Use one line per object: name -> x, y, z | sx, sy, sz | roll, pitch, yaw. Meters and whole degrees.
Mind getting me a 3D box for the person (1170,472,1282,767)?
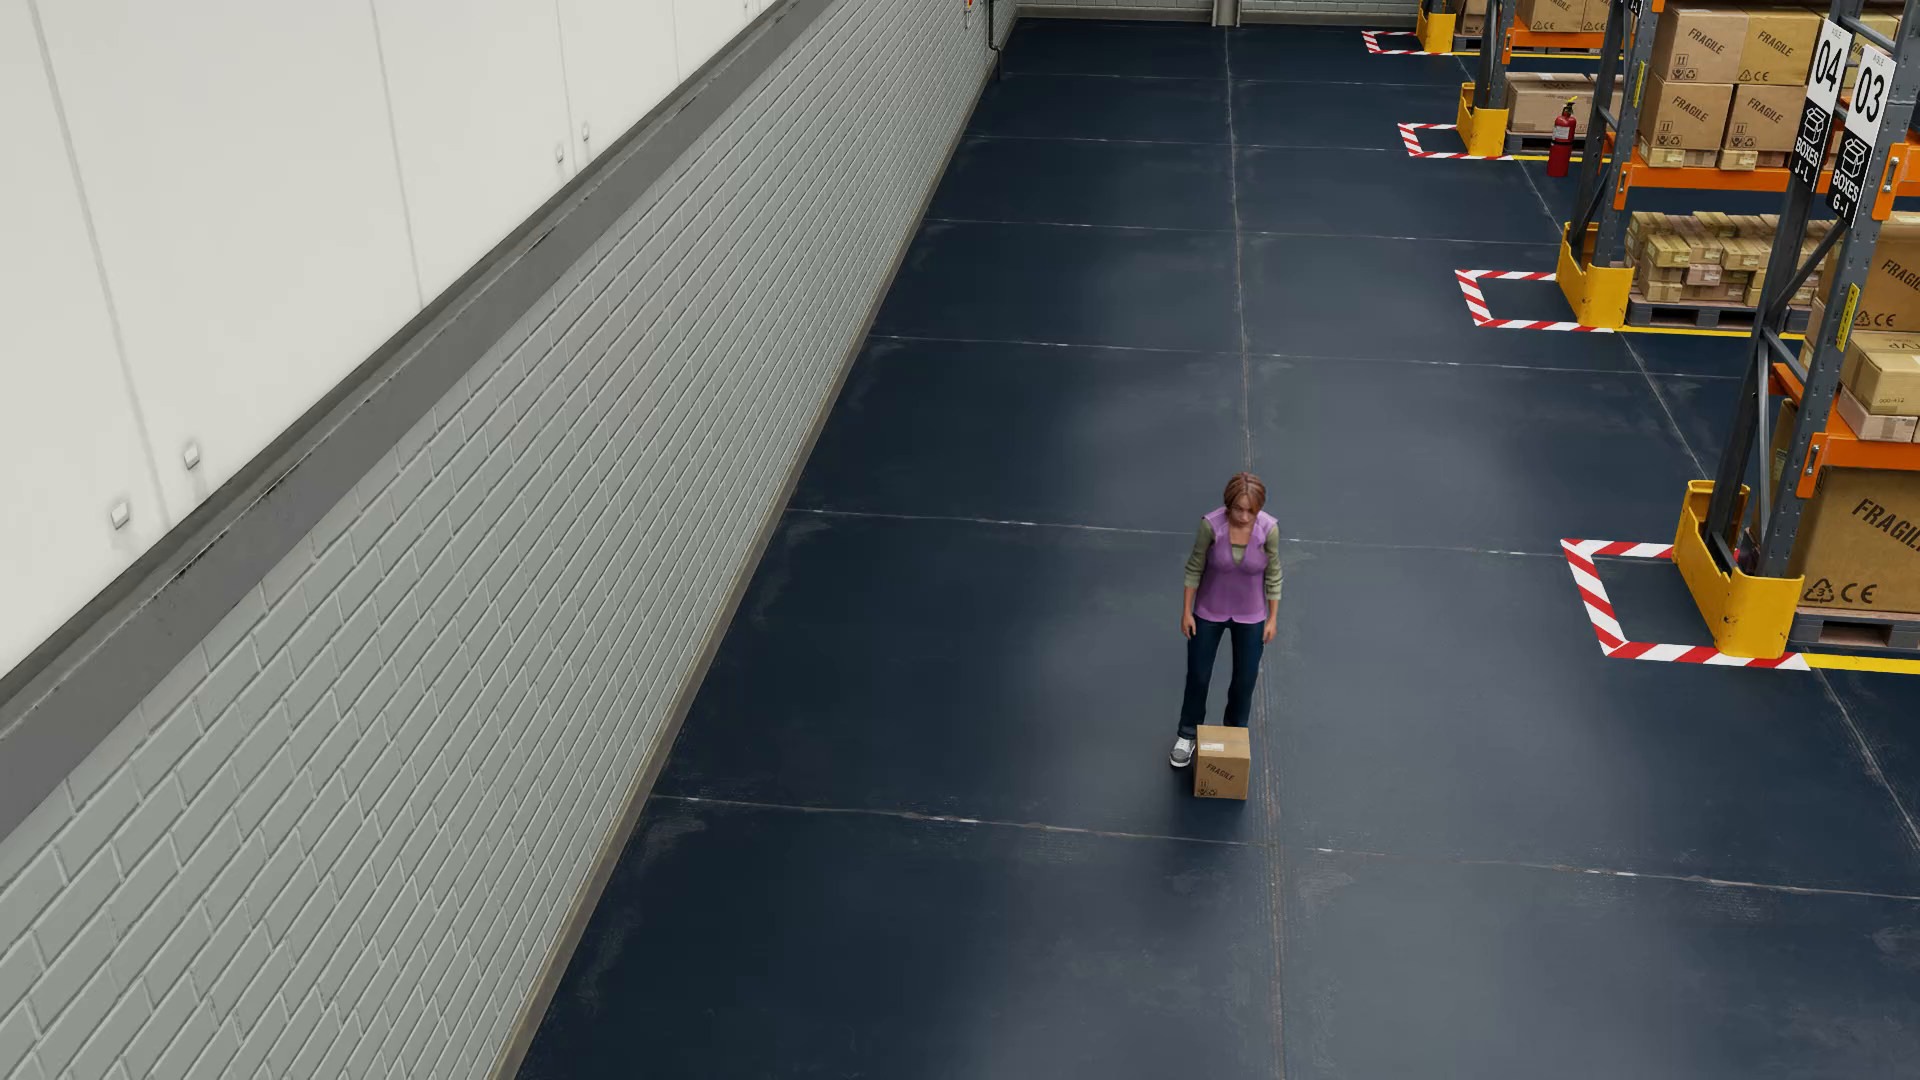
person -> 1.288, 0.375, 7.953 | 0.467, 1.593, 0.350 | 3, 29, 6
